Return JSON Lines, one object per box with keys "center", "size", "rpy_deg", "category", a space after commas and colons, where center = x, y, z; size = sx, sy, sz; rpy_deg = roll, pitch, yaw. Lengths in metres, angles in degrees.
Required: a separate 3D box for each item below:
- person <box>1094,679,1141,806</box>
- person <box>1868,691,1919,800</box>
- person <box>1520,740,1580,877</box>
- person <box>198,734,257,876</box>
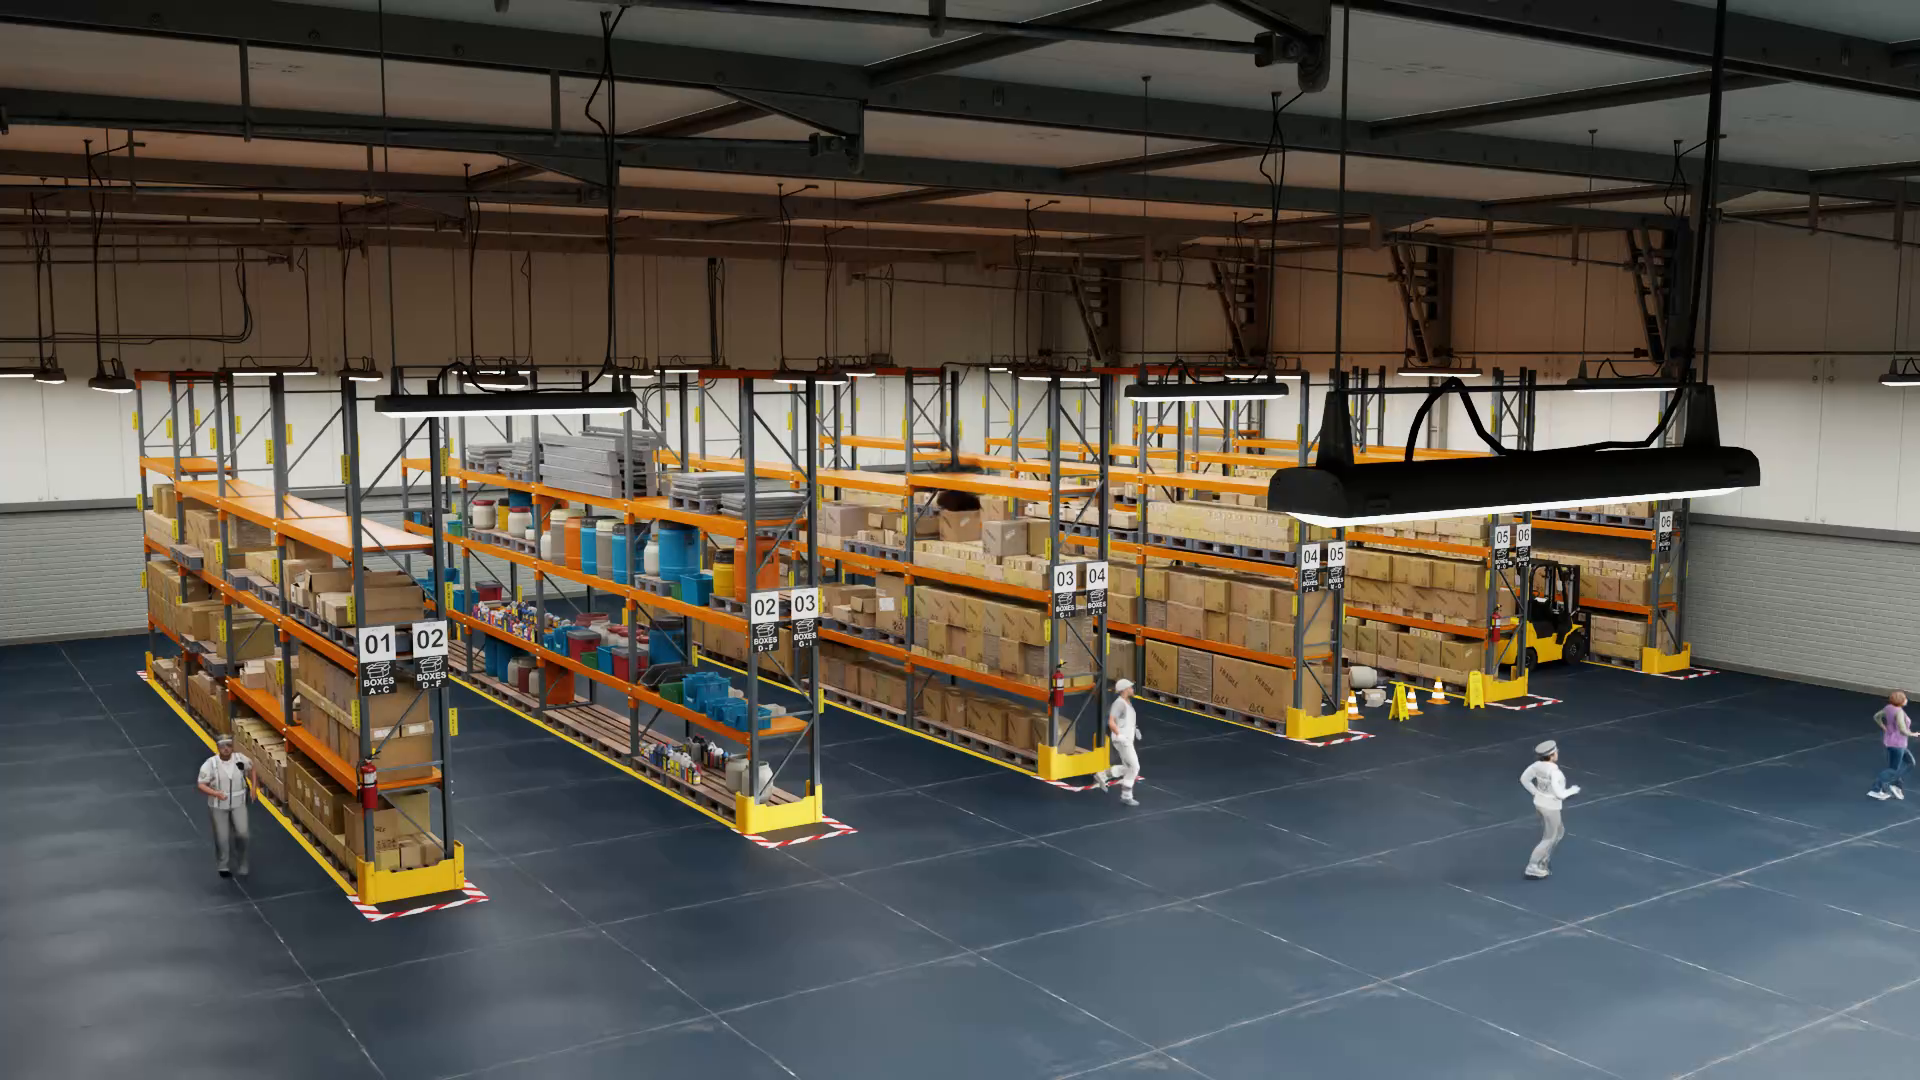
{"center": [2.250, 2.842, 23.516], "size": [0.705, 1.761, 0.709], "rpy_deg": [2, 7, 17], "category": "person"}
{"center": [13.224, 2.911, 23.503], "size": [0.661, 1.574, 0.548], "rpy_deg": [1, 7, 13], "category": "person"}
{"center": [7.120, 3.242, 20.036], "size": [0.630, 1.705, 0.595], "rpy_deg": [-1, 7, -8], "category": "person"}
{"center": [-8.797, 3.213, 20.051], "size": [0.693, 1.813, 0.702], "rpy_deg": [-4, 8, -33], "category": "person"}
